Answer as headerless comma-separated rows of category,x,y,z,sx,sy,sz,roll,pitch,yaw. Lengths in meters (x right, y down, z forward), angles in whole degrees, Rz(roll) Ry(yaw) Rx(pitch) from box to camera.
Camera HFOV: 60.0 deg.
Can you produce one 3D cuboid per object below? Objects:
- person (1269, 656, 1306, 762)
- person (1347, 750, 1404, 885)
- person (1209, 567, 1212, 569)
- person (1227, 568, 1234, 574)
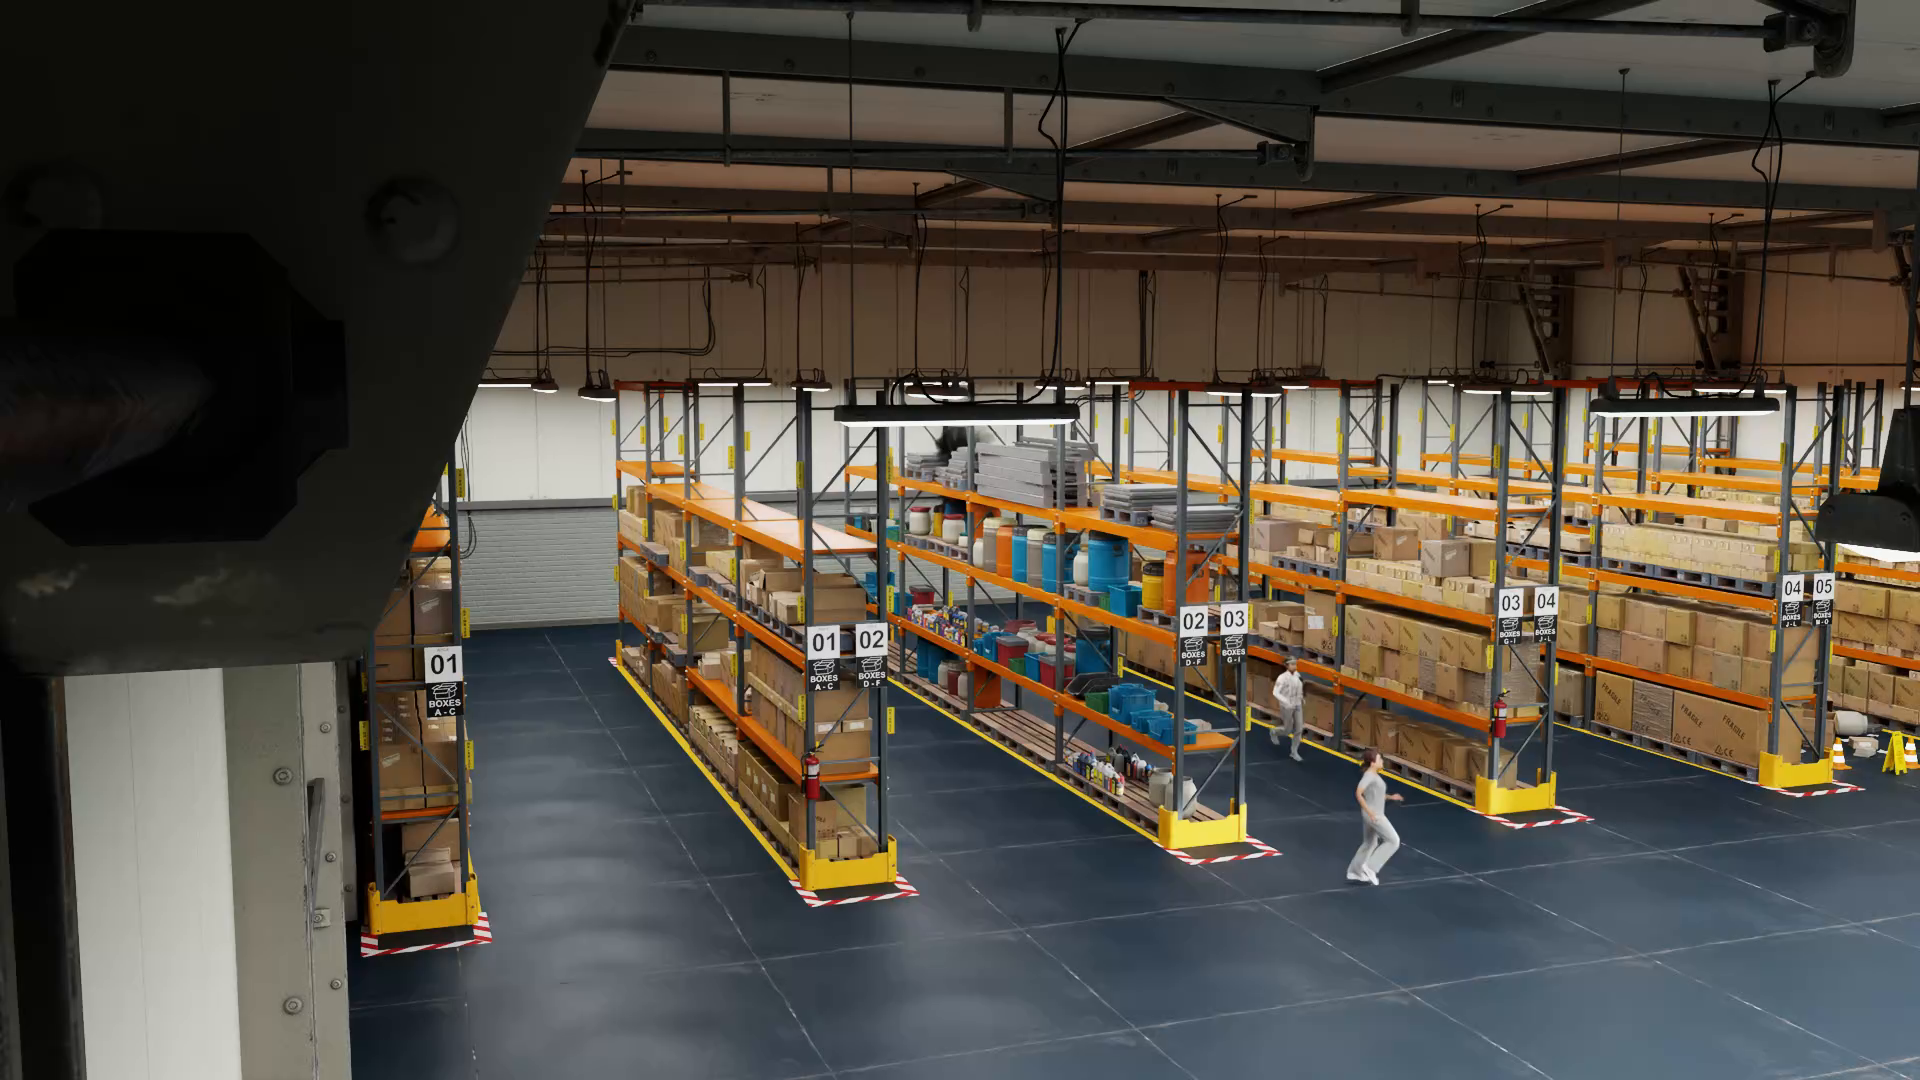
person,5.318,2.684,26.842,0.617,1.677,0.747,-3,7,-25
person,5.051,3.365,20.200,0.656,1.644,0.546,1,6,9
person,5.771,1.231,39.996,0.728,1.733,0.886,5,8,38
person,6.148,1.469,38.108,0.753,1.664,0.565,-2,6,-17
